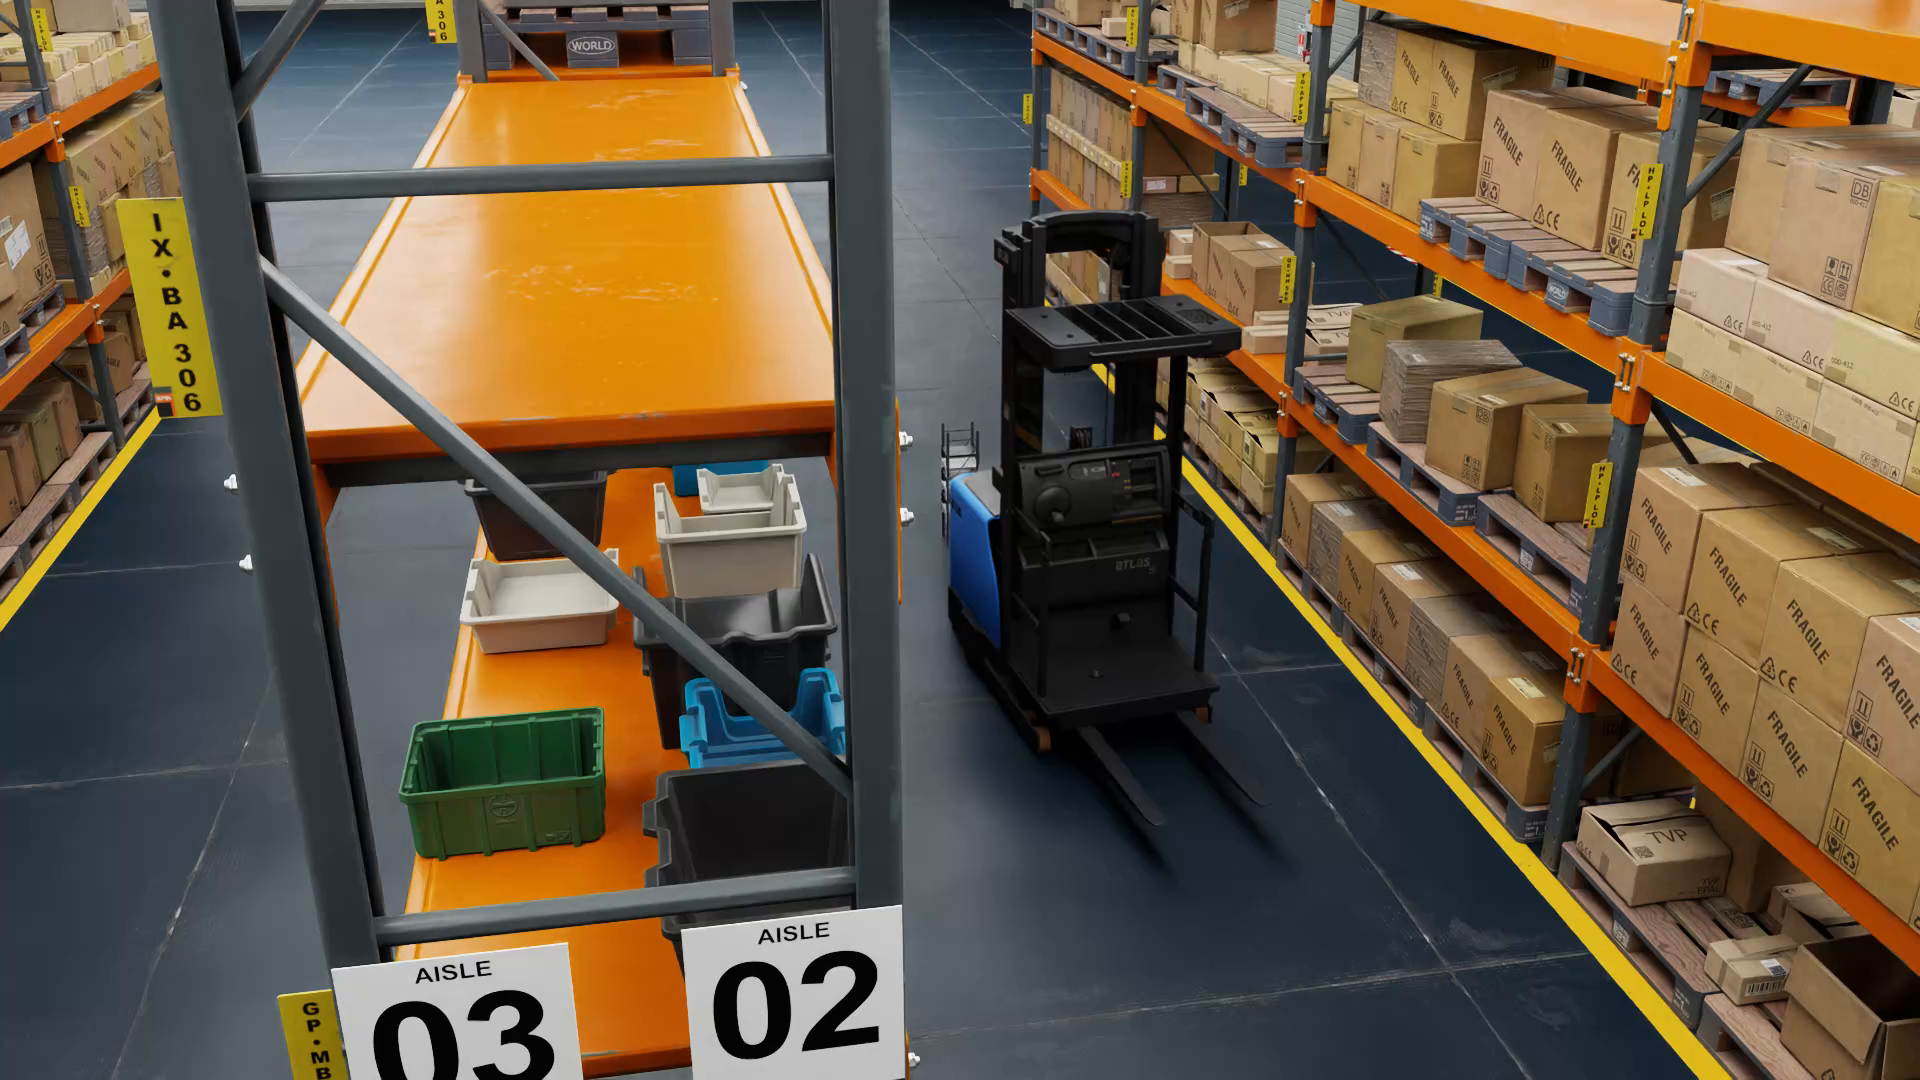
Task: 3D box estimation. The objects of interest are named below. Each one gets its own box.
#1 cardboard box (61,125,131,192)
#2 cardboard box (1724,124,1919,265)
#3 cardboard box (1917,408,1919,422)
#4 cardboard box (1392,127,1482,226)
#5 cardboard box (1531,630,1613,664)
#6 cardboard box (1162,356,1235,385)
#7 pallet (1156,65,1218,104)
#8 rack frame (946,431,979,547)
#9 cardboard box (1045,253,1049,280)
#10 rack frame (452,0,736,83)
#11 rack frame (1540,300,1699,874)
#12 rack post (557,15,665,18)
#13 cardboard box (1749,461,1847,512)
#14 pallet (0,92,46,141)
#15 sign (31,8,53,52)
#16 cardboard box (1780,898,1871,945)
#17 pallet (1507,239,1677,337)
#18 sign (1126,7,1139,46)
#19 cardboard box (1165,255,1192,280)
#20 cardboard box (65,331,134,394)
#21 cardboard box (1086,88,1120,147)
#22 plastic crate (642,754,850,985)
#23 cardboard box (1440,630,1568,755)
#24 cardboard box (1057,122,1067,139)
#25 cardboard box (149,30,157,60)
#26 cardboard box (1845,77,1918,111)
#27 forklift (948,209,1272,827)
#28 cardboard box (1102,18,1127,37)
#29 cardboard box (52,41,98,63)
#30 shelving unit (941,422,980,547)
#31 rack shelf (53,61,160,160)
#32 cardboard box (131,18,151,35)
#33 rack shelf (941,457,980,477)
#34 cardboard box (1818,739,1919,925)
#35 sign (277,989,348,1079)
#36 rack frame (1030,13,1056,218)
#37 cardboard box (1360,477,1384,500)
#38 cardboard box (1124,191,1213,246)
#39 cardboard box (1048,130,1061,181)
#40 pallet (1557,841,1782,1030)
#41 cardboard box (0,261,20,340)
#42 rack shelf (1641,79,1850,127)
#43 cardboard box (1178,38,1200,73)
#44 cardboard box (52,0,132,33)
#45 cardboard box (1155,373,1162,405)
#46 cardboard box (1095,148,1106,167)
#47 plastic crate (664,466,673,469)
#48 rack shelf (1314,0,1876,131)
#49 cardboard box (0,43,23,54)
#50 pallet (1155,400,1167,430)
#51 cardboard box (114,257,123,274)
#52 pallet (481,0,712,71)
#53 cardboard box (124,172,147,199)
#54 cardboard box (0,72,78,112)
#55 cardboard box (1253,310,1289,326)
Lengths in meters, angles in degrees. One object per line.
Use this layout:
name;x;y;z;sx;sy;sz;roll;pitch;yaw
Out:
cardboard box;-7.710;-3.363;14.698;0.500;0.500;0.500;-4;24;-10
cardboard box;3.653;-1.408;6.847;0.700;0.500;0.500;-4;24;-10
cardboard box;3.639;-0.453;5.596;0.500;0.250;0.500;-4;24;-10
cardboard box;3.090;-2.138;9.767;0.910;0.500;0.500;-4;24;-10
cardboard box;3.566;0.809;9.467;0.500;0.500;0.500;-4;24;-9
cardboard box;2.062;-1.472;14.326;0.500;0.311;0.500;-5;24;-11
pallet;2.222;-3.806;13.950;0.805;0.209;1.217;-5;24;-12
rack frame;0.020;-0.369;12.214;0.240;0.900;0.006;-4;24;-10
cardboard box;1.187;-3.143;18.852;0.500;0.250;0.500;-4;24;-10
rack frame;-1.343;-2.102;6.063;1.000;3.000;0.127;-4;24;-10
rack frame;3.525;0.282;8.099;1.000;3.000;0.127;-4;24;-10
rack post;-1.843;-2.660;7.964;0.937;0.300;0.954;-2;24;-4
cardboard box;3.873;-0.042;7.468;0.500;0.500;0.500;-4;24;-9
pallet;-7.681;-3.171;12.492;1.213;0.211;1.003;-4;24;-10
sign;-7.146;-3.968;12.943;0.100;0.325;0.005;-4;24;-10
cardboard box;4.048;1.811;7.409;0.500;0.311;0.500;-4;24;-10
pallet;3.474;-1.268;8.136;1.213;0.211;1.003;-4;24;-10
sign;1.501;-4.471;14.489;0.100;0.325;0.005;-4;24;-10
cardboard box;2.009;-2.386;14.522;0.380;0.149;0.250;-4;24;-10
cardboard box;-7.838;-1.565;14.927;0.500;0.500;0.500;3;24;7
cardboard box;1.679;-4.271;16.779;0.700;0.500;0.500;-4;24;-10
plastic crate;-0.401;0.734;3.481;0.497;0.269;0.590;-4;24;-10
cardboard box;3.069;0.858;9.354;0.500;0.500;0.500;-4;24;-10
cardboard box;1.263;-4.409;17.905;0.380;0.149;0.250;-4;24;-10
cardboard box;-8.091;-4.842;16.270;0.500;0.250;0.500;-4;24;-9
cardboard box;7.504;-3.607;13.103;0.797;0.503;0.637;-1;24;-2
forklift;0.857;-0.283;9.479;1.130;2.935;3.031;-7;25;-16
cardboard box;1.554;-4.835;15.682;0.380;0.149;0.250;-4;24;-10
cardboard box;-7.644;-4.185;14.268;0.380;0.149;0.250;-5;24;-11
shelving unit;0.001;-0.409;12.305;0.258;0.900;0.210;-4;24;-10
rack shelf;-8.060;-3.965;14.974;1.077;0.370;4.000;-4;24;-10
cardboard box;-7.981;-4.898;15.902;0.380;0.149;0.250;-5;24;-12
rack shelf;0.001;-0.544;12.246;0.258;0.077;0.200;-4;24;-10
cardboard box;3.635;1.055;6.205;0.500;0.500;0.500;-5;24;-10
sign;-1.141;0.941;2.974;0.100;0.325;0.005;-4;24;-10
rack frame;1.306;-4.438;18.907;1.000;3.000;0.127;-4;24;-10
cardboard box;2.977;-0.452;12.689;0.500;0.250;0.500;-4;24;-10
cardboard box;1.958;-3.085;15.683;0.700;0.500;0.500;-5;24;-11
cardboard box;1.380;-4.299;18.464;0.700;0.500;0.500;-4;24;-10
pallet;3.651;1.830;8.039;1.003;0.211;1.213;-4;24;-10
cardboard box;-7.279;-1.698;11.979;0.797;0.503;0.637;-2;24;-4
rack shelf;7.283;-3.491;13.889;1.077;0.370;4.000;-4;24;-10
cardboard box;2.150;-4.120;14.093;0.500;0.250;0.500;-2;24;-4
cardboard box;-7.895;-4.901;15.098;0.500;0.500;0.500;-4;24;-10
cardboard box;1.970;-1.419;14.905;0.500;0.250;0.500;-4;24;-8
cardboard box;1.552;-3.799;16.507;0.380;0.149;0.250;-4;24;-8
plastic crate;-0.968;-0.486;6.375;0.450;0.188;0.662;-4;24;-10
rack shelf;3.155;-2.741;8.924;1.077;0.370;4.000;-4;24;-10
cardboard box;-8.177;-4.146;14.179;0.380;0.149;0.250;-3;24;-8
pallet;2.220;-1.300;15.205;1.003;0.211;1.213;-4;24;-10
cardboard box;-7.597;-2.418;14.595;0.380;0.149;0.250;-4;24;-10
pallet;-1.527;-2.156;6.920;1.003;0.211;1.213;-4;24;-10
cardboard box;-8.014;-3.085;15.312;0.875;0.500;0.500;-4;24;-10
cardboard box;-7.522;-3.635;13.507;0.500;0.250;0.500;-5;24;-12
cardboard box;2.494;-1.674;12.891;0.380;0.149;0.250;-3;24;-6
